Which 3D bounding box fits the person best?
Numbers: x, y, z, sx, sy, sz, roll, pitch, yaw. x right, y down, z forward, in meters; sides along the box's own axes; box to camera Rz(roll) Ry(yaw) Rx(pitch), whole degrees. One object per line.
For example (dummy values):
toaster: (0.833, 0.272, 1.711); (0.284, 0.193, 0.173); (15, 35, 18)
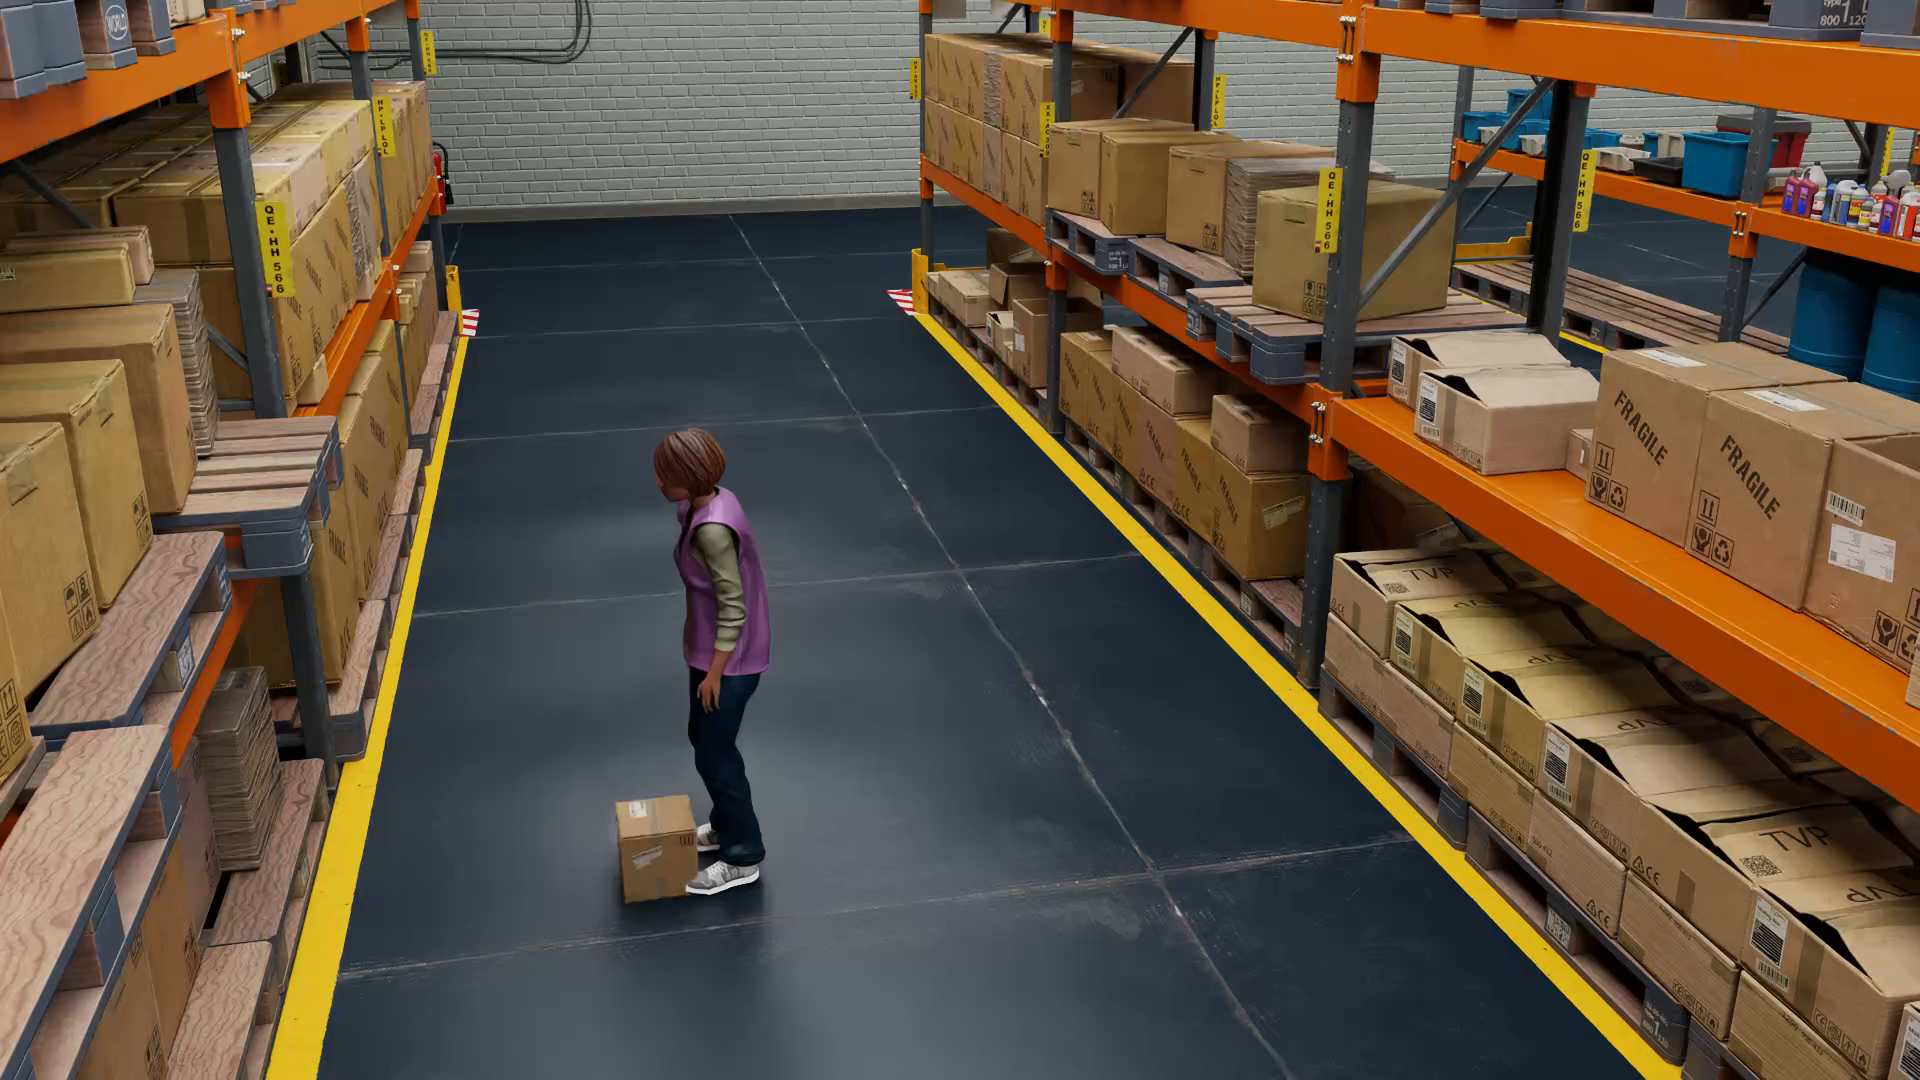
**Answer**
person: (-0.804, 0.395, 5.498); (0.342, 1.593, 0.461); (-5, 21, -14)
